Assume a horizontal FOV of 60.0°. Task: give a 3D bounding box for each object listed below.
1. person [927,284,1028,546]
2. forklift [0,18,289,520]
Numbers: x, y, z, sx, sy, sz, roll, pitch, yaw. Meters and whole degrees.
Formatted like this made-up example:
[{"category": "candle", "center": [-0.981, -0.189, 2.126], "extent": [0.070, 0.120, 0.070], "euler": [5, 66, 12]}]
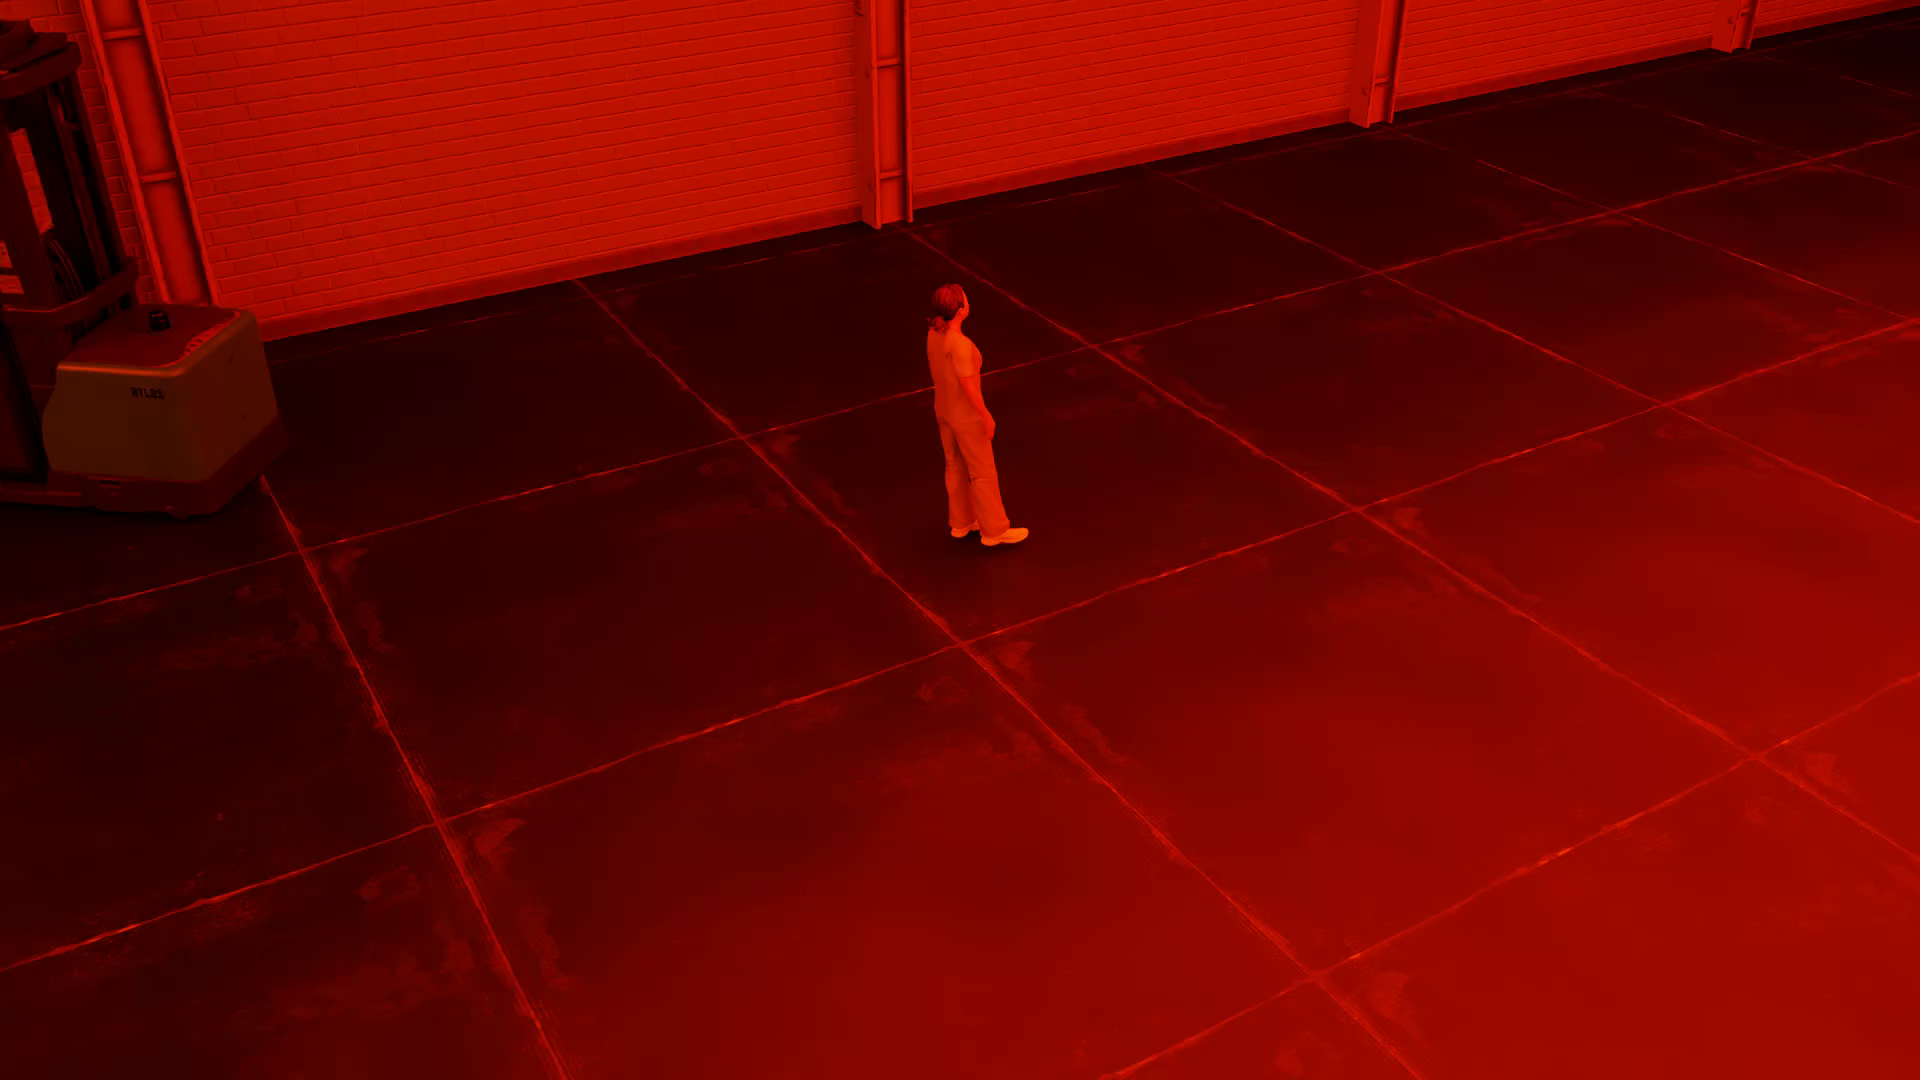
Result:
[{"category": "person", "center": [0.070, -0.773, 10.068], "extent": [0.547, 1.673, 0.549], "euler": [-17, 35, -26]}, {"category": "forklift", "center": [-6.181, -1.733, 10.542], "extent": [3.031, 2.935, 1.130], "euler": [5, 31, 8]}]
